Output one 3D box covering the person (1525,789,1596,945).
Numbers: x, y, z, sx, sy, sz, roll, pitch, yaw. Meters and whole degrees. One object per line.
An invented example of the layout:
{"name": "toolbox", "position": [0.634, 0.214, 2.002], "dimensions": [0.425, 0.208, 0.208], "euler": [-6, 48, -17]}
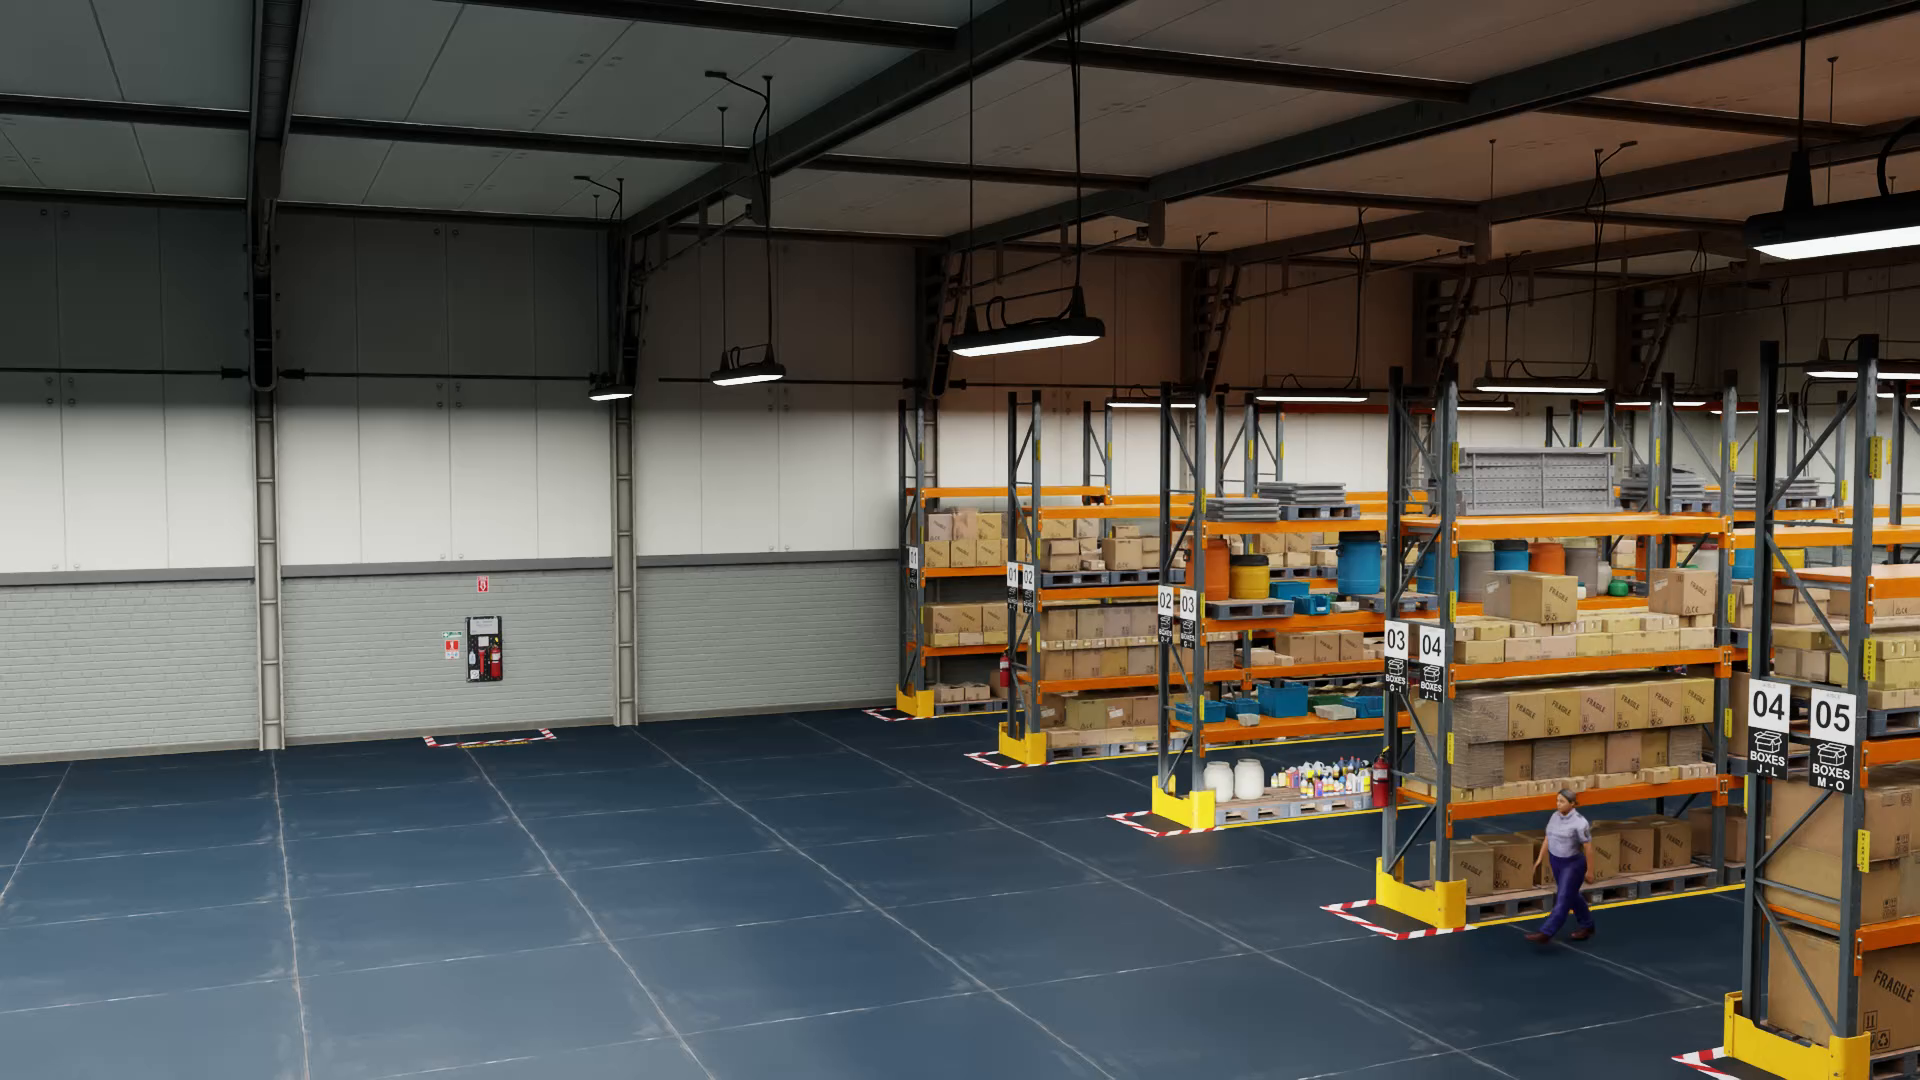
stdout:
{"name": "person", "position": [6.158, 3.348, 17.089], "dimensions": [1.052, 1.590, 0.503], "euler": [-1, 4, -18]}
